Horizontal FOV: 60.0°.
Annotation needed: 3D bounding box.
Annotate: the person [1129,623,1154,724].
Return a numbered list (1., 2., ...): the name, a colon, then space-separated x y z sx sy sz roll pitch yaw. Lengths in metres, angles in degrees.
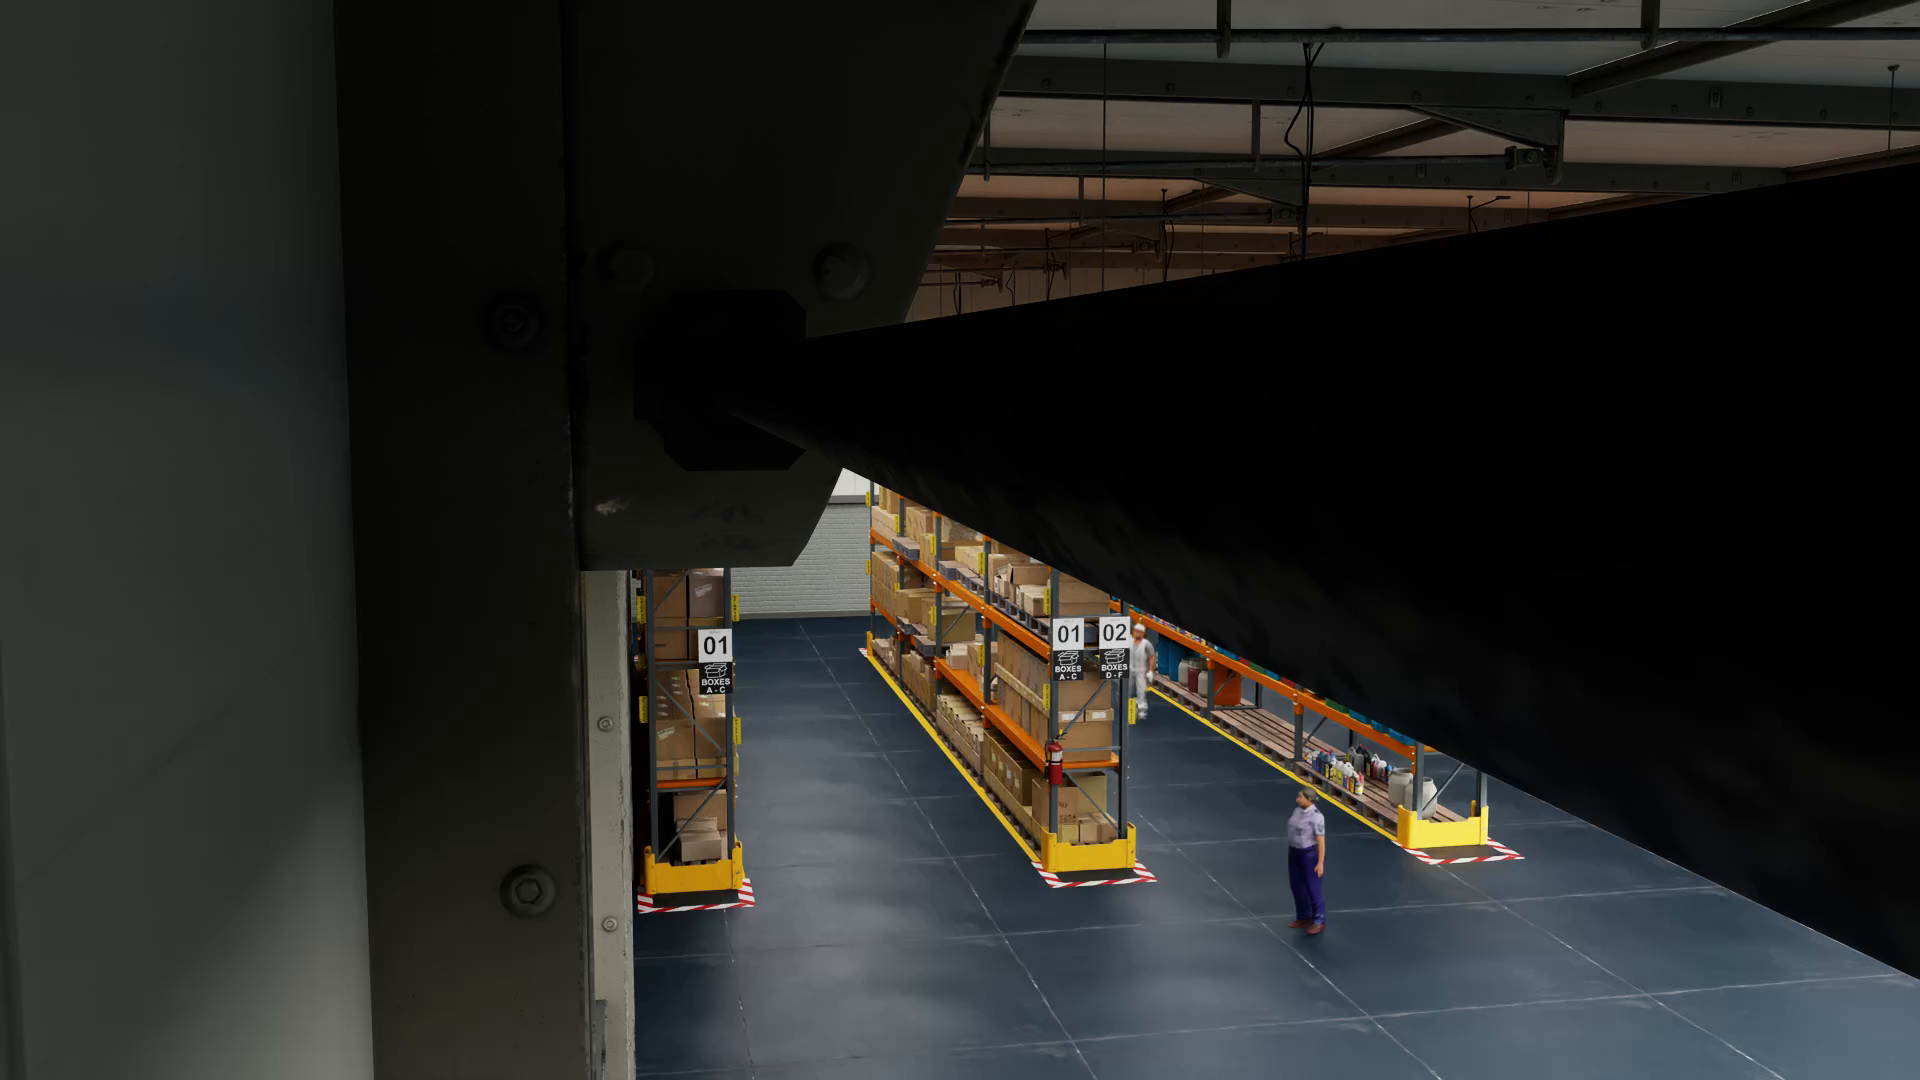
1. person: 3.174 2.367 29.777 0.589 1.746 1.061 1 6 12

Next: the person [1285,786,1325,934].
1. person: 3.878 3.582 18.625 0.387 1.685 0.602 -3 7 -30
